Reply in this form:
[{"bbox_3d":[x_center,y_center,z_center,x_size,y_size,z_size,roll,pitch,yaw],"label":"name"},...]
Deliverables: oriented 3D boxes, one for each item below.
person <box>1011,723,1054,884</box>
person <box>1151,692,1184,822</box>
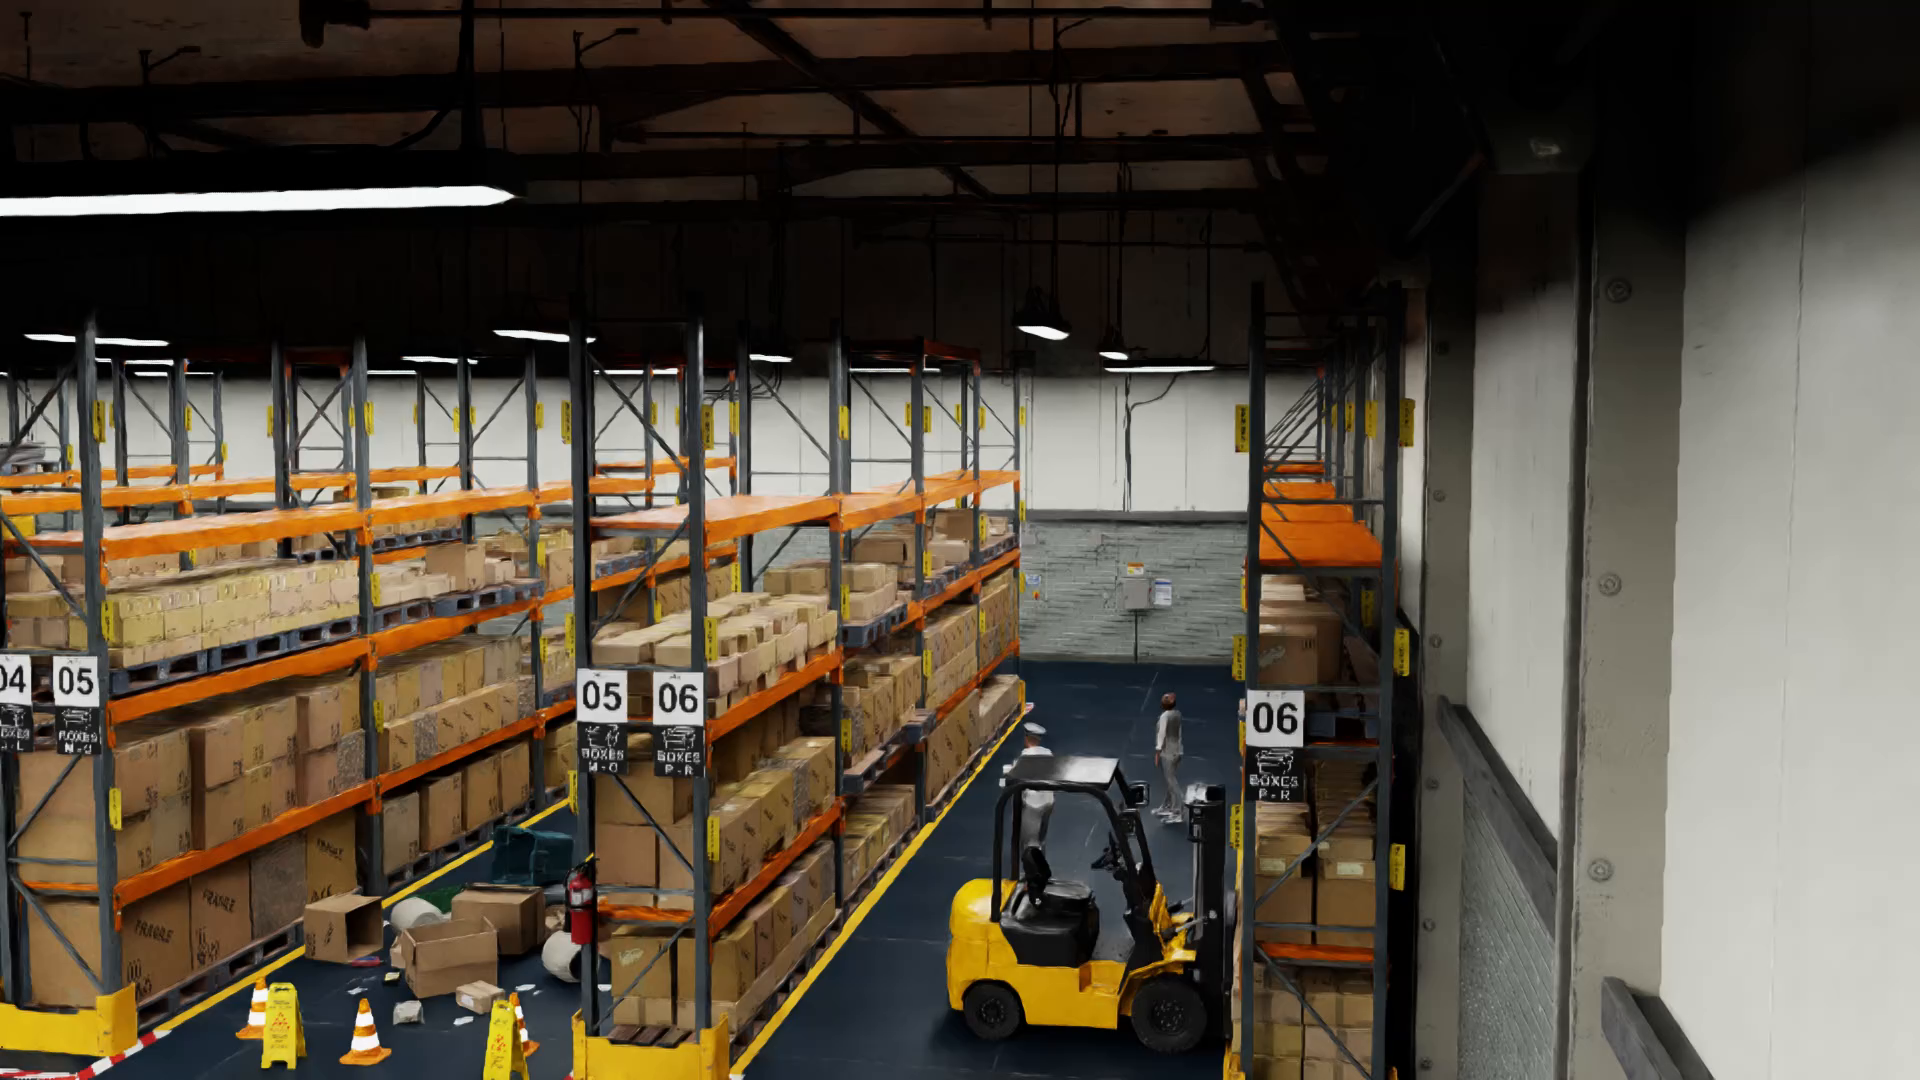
[{"bbox_3d":[0.763,2.843,17.878,0.549,1.754,0.623,4,6,40],"label":"person"},{"bbox_3d":[2.598,2.686,20.781,0.532,1.588,0.535,3,5,33],"label":"person"}]
